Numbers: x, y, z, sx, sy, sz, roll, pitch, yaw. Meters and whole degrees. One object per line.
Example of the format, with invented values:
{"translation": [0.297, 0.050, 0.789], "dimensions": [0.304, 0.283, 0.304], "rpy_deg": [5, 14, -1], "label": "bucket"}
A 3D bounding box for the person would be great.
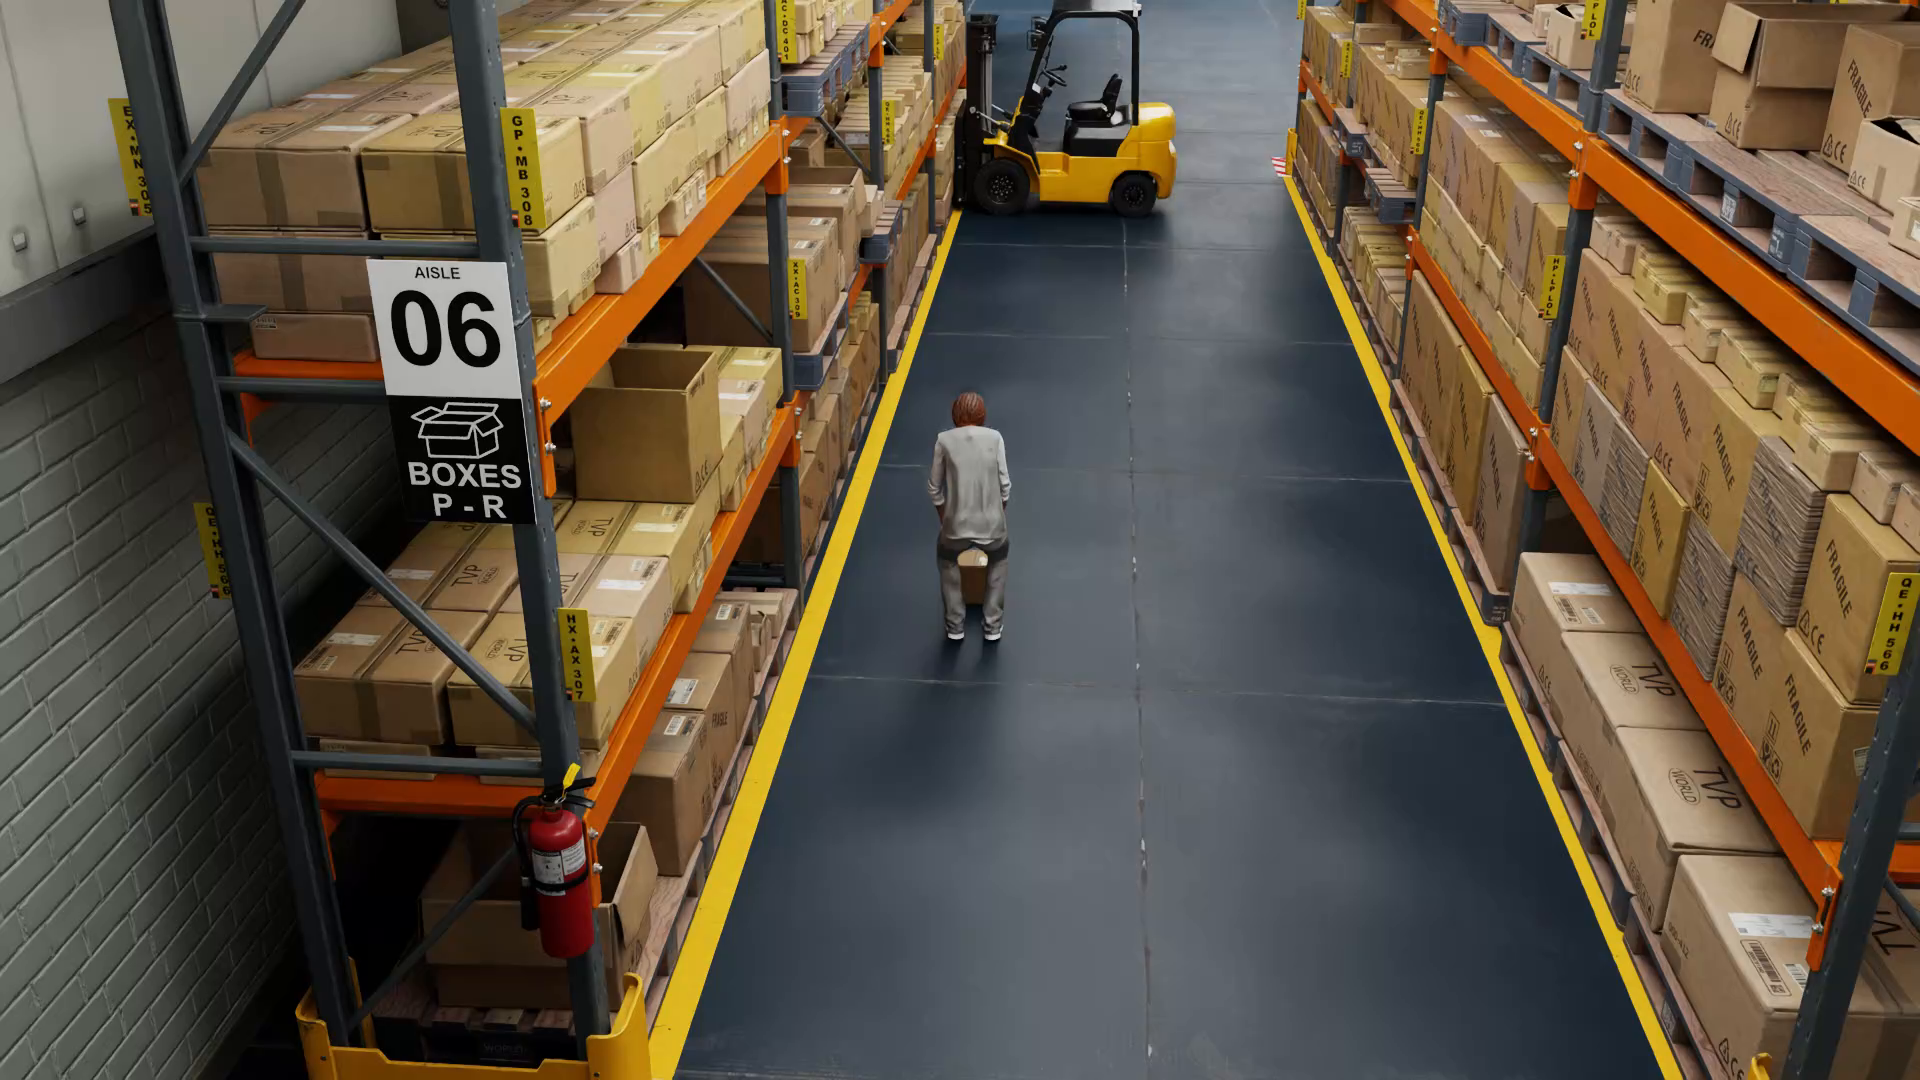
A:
{"translation": [0.047, -0.091, 9.144], "dimensions": [0.461, 1.328, 0.621], "rpy_deg": [1, 25, 2], "label": "person"}
